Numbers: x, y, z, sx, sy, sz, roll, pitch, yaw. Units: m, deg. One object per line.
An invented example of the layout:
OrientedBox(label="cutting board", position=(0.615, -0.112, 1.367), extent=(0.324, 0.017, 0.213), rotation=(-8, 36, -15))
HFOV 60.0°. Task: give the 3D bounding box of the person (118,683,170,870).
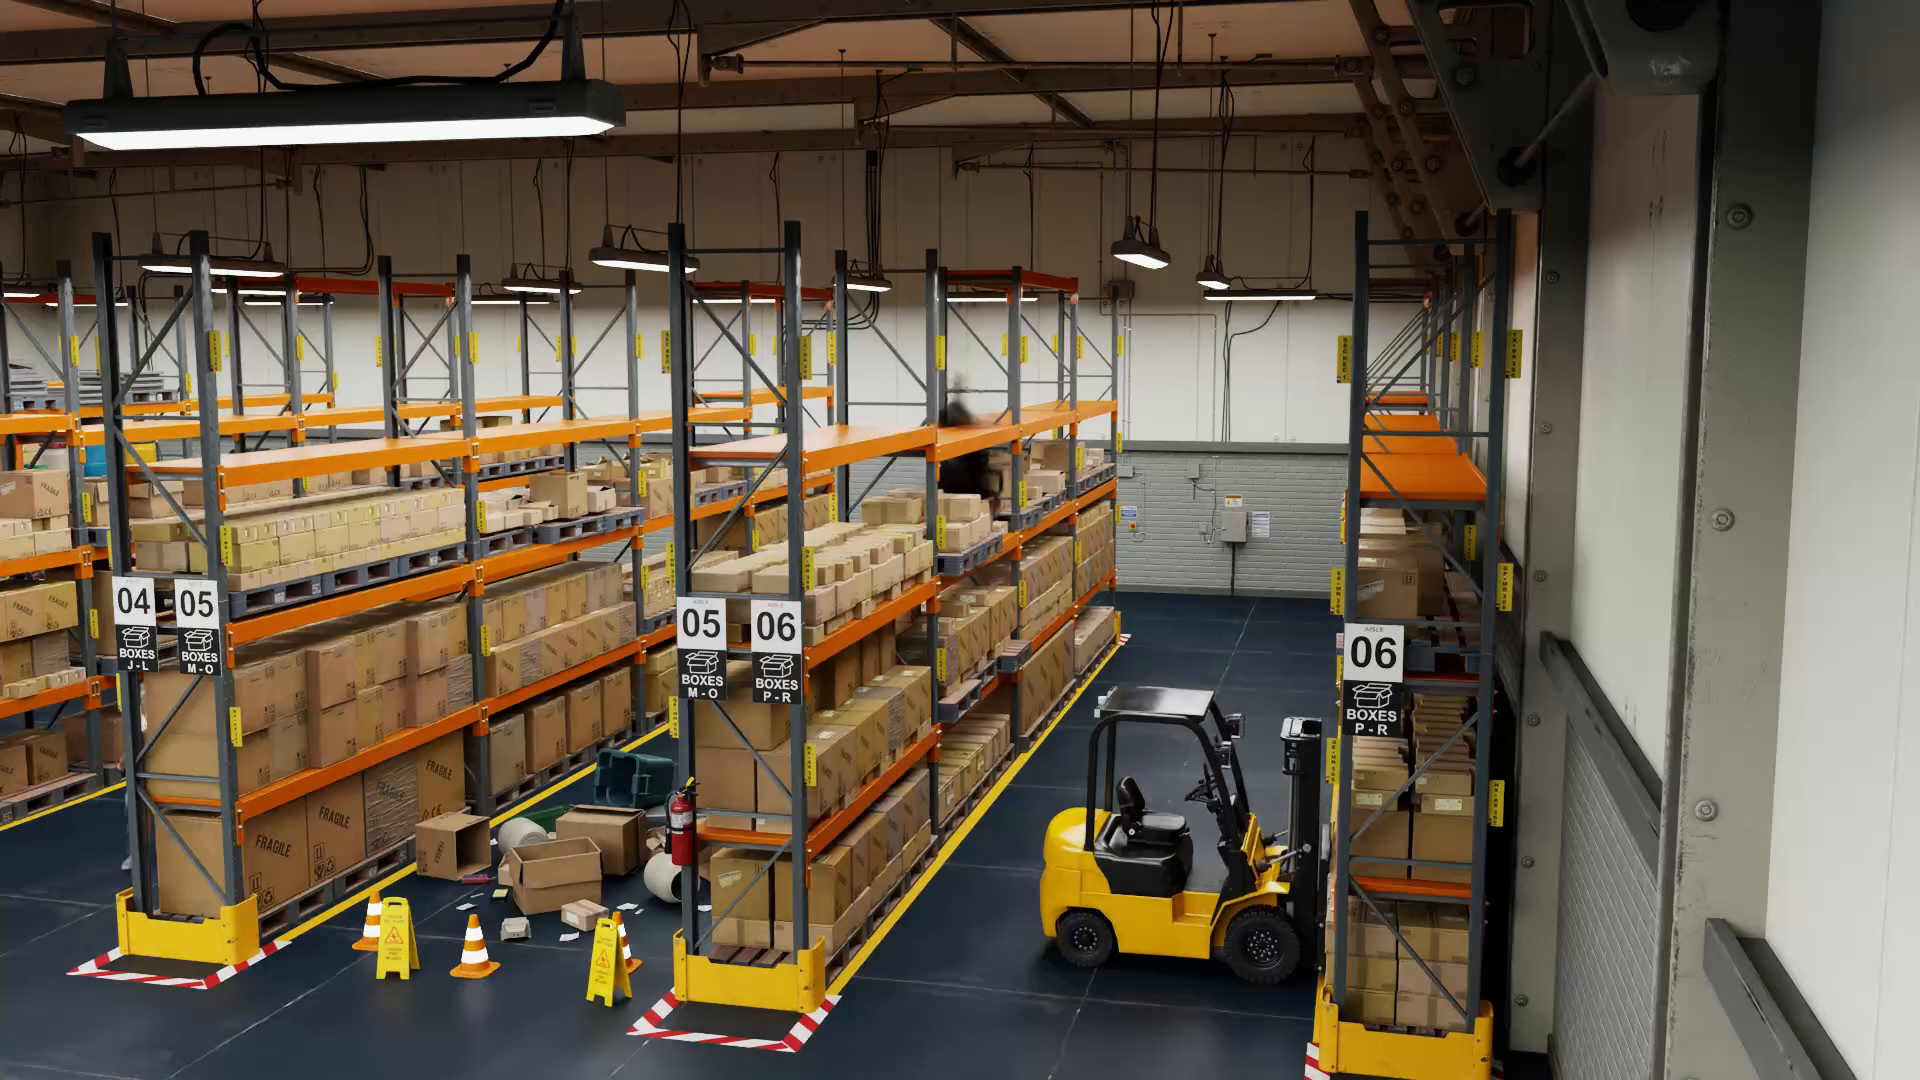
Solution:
OrientedBox(label="person", position=(-7.997, 2.271, 16.443), extent=(0.668, 1.757, 0.983), rotation=(0, 7, 3))
